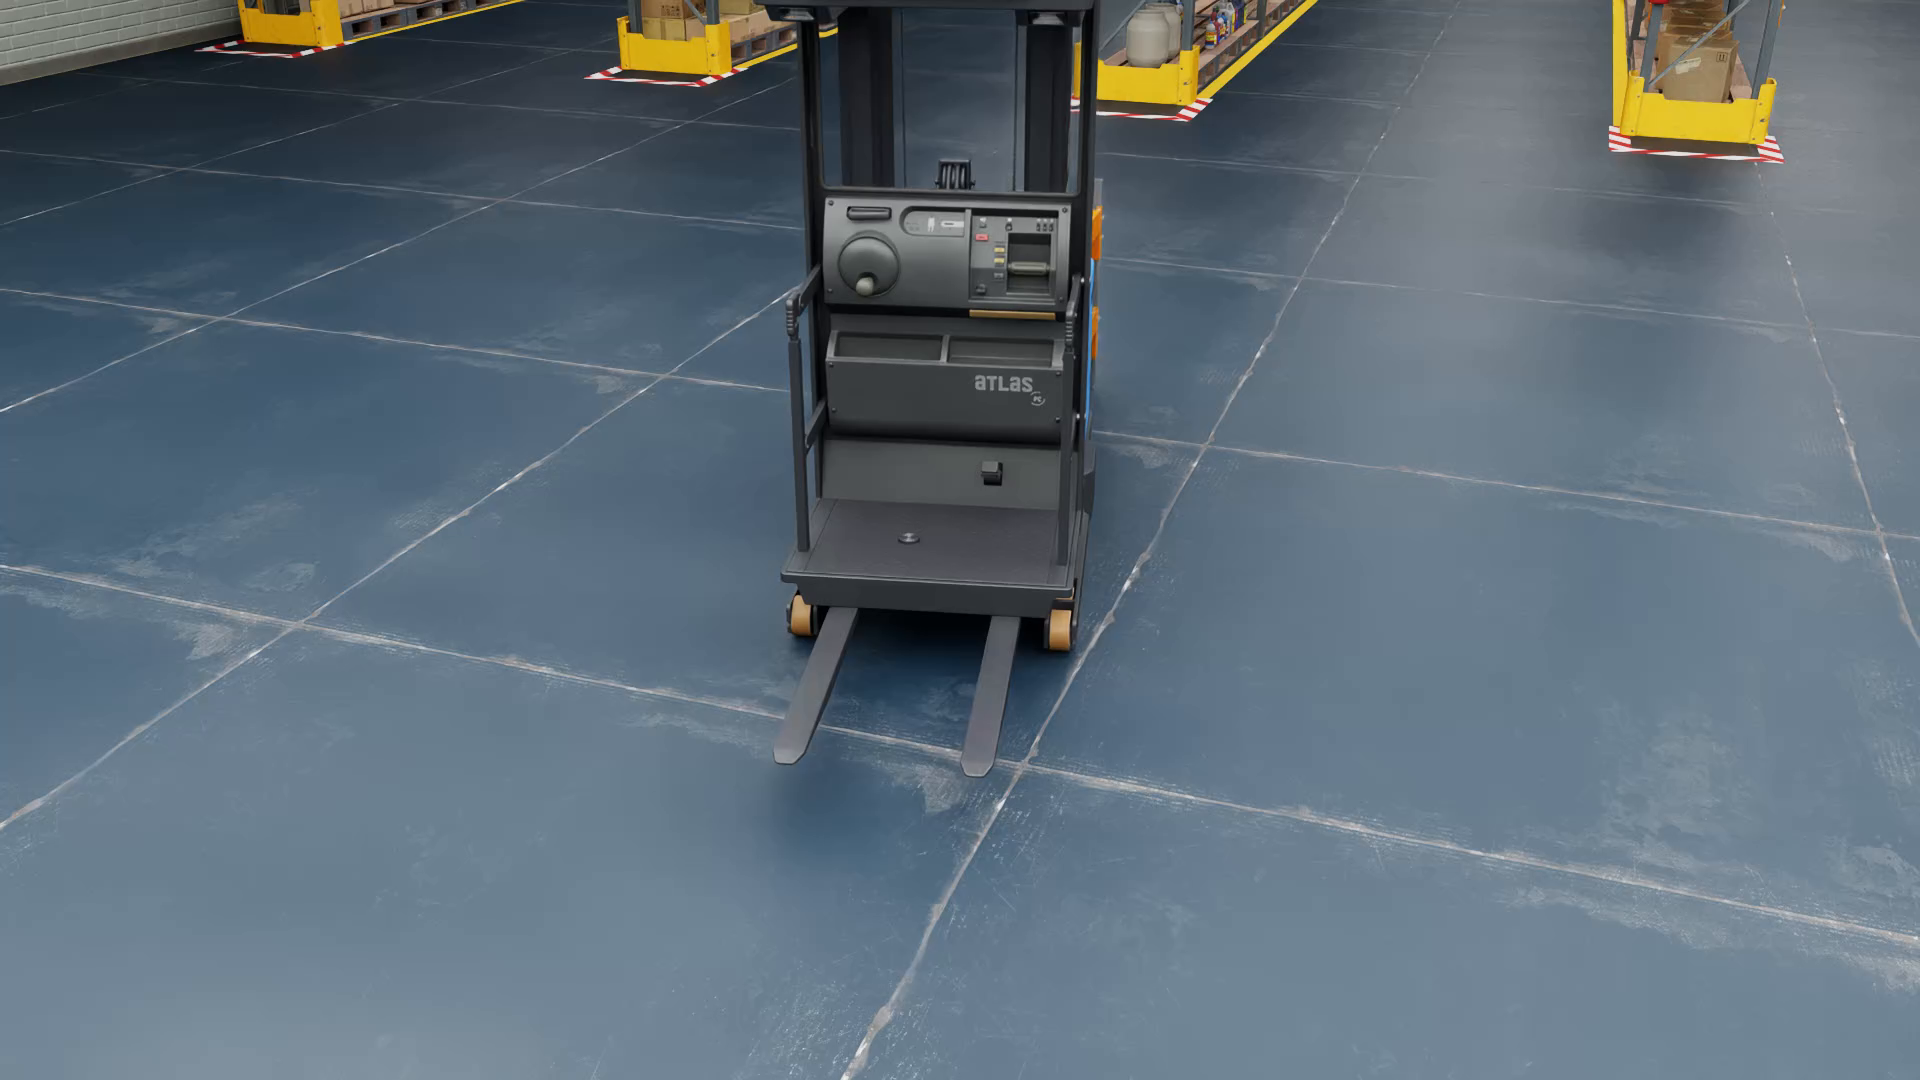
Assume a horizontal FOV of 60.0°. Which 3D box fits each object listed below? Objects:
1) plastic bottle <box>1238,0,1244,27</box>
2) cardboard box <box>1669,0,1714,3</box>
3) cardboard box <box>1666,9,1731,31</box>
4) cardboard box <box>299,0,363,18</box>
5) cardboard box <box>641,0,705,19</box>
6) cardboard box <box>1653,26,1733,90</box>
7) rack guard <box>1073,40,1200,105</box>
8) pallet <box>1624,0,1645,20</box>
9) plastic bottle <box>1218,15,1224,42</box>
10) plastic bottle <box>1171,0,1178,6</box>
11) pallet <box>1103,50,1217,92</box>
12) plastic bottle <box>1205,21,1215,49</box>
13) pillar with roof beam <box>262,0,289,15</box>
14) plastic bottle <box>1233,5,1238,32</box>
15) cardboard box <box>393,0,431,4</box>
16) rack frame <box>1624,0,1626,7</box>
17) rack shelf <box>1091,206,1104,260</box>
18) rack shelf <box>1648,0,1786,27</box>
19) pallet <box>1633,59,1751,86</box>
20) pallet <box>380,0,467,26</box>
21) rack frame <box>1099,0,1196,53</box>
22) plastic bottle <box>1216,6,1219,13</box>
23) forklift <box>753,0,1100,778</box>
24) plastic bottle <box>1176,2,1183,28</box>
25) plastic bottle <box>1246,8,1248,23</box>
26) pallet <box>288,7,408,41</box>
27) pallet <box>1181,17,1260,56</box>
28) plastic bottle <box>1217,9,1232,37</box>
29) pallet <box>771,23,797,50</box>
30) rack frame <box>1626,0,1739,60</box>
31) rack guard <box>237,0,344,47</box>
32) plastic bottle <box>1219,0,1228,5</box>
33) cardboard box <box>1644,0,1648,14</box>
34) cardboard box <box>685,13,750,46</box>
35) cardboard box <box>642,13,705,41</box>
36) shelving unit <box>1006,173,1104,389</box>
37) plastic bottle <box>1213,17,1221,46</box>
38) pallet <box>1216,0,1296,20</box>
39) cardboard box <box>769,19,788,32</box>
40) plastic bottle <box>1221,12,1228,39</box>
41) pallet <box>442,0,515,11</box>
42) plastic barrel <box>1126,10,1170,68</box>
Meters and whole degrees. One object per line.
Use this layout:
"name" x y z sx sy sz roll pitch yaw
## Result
"plastic bottle" 3.091 -5.921 18.572 0.144 0.351 0.185 8 27 16
"cardboard box" 7.533 -5.409 17.366 0.500 0.500 0.500 8 27 16
"cardboard box" 7.217 -4.906 16.327 0.500 0.500 0.500 6 27 13
"cardboard box" -7.325 -6.274 19.346 0.500 0.311 0.500 6 26 12
"cardboard box" -3.070 -5.850 17.704 0.500 0.500 0.500 9 27 17
"cardboard box" 6.763 -4.428 15.341 0.500 0.500 0.500 17 30 31
"rack guard" 1.683 -4.491 15.952 1.175 0.500 0.348 9 27 17
"pallet" 8.773 -6.571 20.580 1.003 0.211 1.213 9 27 17
"plastic bottle" 2.747 -5.430 17.648 0.097 0.271 0.097 0 26 0
"plastic bottle" 2.373 -5.956 18.644 0.144 0.351 0.185 10 27 19
"pallet" 1.958 -4.694 16.703 1.003 0.211 1.213 9 27 17
"plastic bottle" 2.599 -5.248 17.273 0.097 0.271 0.097 0 26 0
"pillar with roof beam" -4.164 -9.504 16.552 9.100 9.000 0.400 9 27 17
"plastic bottle" 3.012 -5.739 18.273 0.061 0.283 0.133 11 28 21
"cardboard box" -6.844 -6.887 20.396 0.700 0.500 0.500 7 27 14
"rack frame" 9.035 -8.147 20.635 1.000 3.000 0.127 9 27 17
"rack shelf" 0.344 -1.405 8.189 0.538 0.278 1.000 7 27 14
"rack shelf" 7.038 -5.358 15.699 1.077 0.370 4.000 9 27 17
"pallet" 7.109 -4.464 16.228 1.003 0.211 1.213 9 27 17
"pallet" -6.904 -6.619 20.679 1.003 0.211 1.213 9 27 17
"rack frame" 1.702 -5.578 15.328 1.000 3.000 0.127 9 27 17
"plastic bottle" 2.814 -5.683 18.158 0.061 0.283 0.133 9 27 17
"forklift" -0.075 -1.050 6.055 1.130 2.935 3.031 3 26 6
"plastic bottle" 2.439 -5.843 18.502 0.097 0.271 0.097 0 26 0
"plastic bottle" 3.206 -5.966 18.836 0.097 0.201 0.097 0 26 0
"pallet" -7.311 -6.120 19.647 1.003 0.211 1.213 9 27 17
"pallet" 2.770 -5.697 18.774 1.003 0.211 1.213 9 27 17
"plastic bottle" 2.861 -5.610 18.014 0.152 0.276 0.135 9 27 18
"pallet" -2.345 -5.863 19.116 1.003 0.211 1.213 9 27 17
"rack frame" 7.704 -6.503 17.240 1.000 3.000 0.127 9 27 17
"rack guard" -7.615 -5.921 18.905 1.175 0.500 0.348 9 27 17
"plastic bottle" 2.955 -5.942 18.615 0.144 0.351 0.185 9 27 17
"cardboard box" 8.291 -6.249 19.078 0.700 0.500 0.500 6 27 13
"cardboard box" -2.580 -5.437 17.711 0.500 0.250 0.500 9 27 17
"cardboard box" -3.068 -5.512 17.867 0.500 0.250 0.500 9 27 17
"shelving unit" 0.344 -1.141 8.316 0.538 1.125 1.048 7 27 14
"plastic bottle" 2.692 -5.344 17.457 0.061 0.283 0.133 9 27 18
"pallet" 3.662 -6.798 21.048 1.003 0.211 1.213 9 27 17
"cardboard box" -2.250 -5.849 18.561 0.500 0.250 0.500 9 27 17
"plastic bottle" 2.814 -5.513 17.820 0.097 0.271 0.097 0 26 0
"pallet" -6.499 -7.122 21.718 1.003 0.211 1.213 9 27 17
"plastic barrel" 1.849 -4.929 16.361 0.421 0.512 0.421 0 26 0
